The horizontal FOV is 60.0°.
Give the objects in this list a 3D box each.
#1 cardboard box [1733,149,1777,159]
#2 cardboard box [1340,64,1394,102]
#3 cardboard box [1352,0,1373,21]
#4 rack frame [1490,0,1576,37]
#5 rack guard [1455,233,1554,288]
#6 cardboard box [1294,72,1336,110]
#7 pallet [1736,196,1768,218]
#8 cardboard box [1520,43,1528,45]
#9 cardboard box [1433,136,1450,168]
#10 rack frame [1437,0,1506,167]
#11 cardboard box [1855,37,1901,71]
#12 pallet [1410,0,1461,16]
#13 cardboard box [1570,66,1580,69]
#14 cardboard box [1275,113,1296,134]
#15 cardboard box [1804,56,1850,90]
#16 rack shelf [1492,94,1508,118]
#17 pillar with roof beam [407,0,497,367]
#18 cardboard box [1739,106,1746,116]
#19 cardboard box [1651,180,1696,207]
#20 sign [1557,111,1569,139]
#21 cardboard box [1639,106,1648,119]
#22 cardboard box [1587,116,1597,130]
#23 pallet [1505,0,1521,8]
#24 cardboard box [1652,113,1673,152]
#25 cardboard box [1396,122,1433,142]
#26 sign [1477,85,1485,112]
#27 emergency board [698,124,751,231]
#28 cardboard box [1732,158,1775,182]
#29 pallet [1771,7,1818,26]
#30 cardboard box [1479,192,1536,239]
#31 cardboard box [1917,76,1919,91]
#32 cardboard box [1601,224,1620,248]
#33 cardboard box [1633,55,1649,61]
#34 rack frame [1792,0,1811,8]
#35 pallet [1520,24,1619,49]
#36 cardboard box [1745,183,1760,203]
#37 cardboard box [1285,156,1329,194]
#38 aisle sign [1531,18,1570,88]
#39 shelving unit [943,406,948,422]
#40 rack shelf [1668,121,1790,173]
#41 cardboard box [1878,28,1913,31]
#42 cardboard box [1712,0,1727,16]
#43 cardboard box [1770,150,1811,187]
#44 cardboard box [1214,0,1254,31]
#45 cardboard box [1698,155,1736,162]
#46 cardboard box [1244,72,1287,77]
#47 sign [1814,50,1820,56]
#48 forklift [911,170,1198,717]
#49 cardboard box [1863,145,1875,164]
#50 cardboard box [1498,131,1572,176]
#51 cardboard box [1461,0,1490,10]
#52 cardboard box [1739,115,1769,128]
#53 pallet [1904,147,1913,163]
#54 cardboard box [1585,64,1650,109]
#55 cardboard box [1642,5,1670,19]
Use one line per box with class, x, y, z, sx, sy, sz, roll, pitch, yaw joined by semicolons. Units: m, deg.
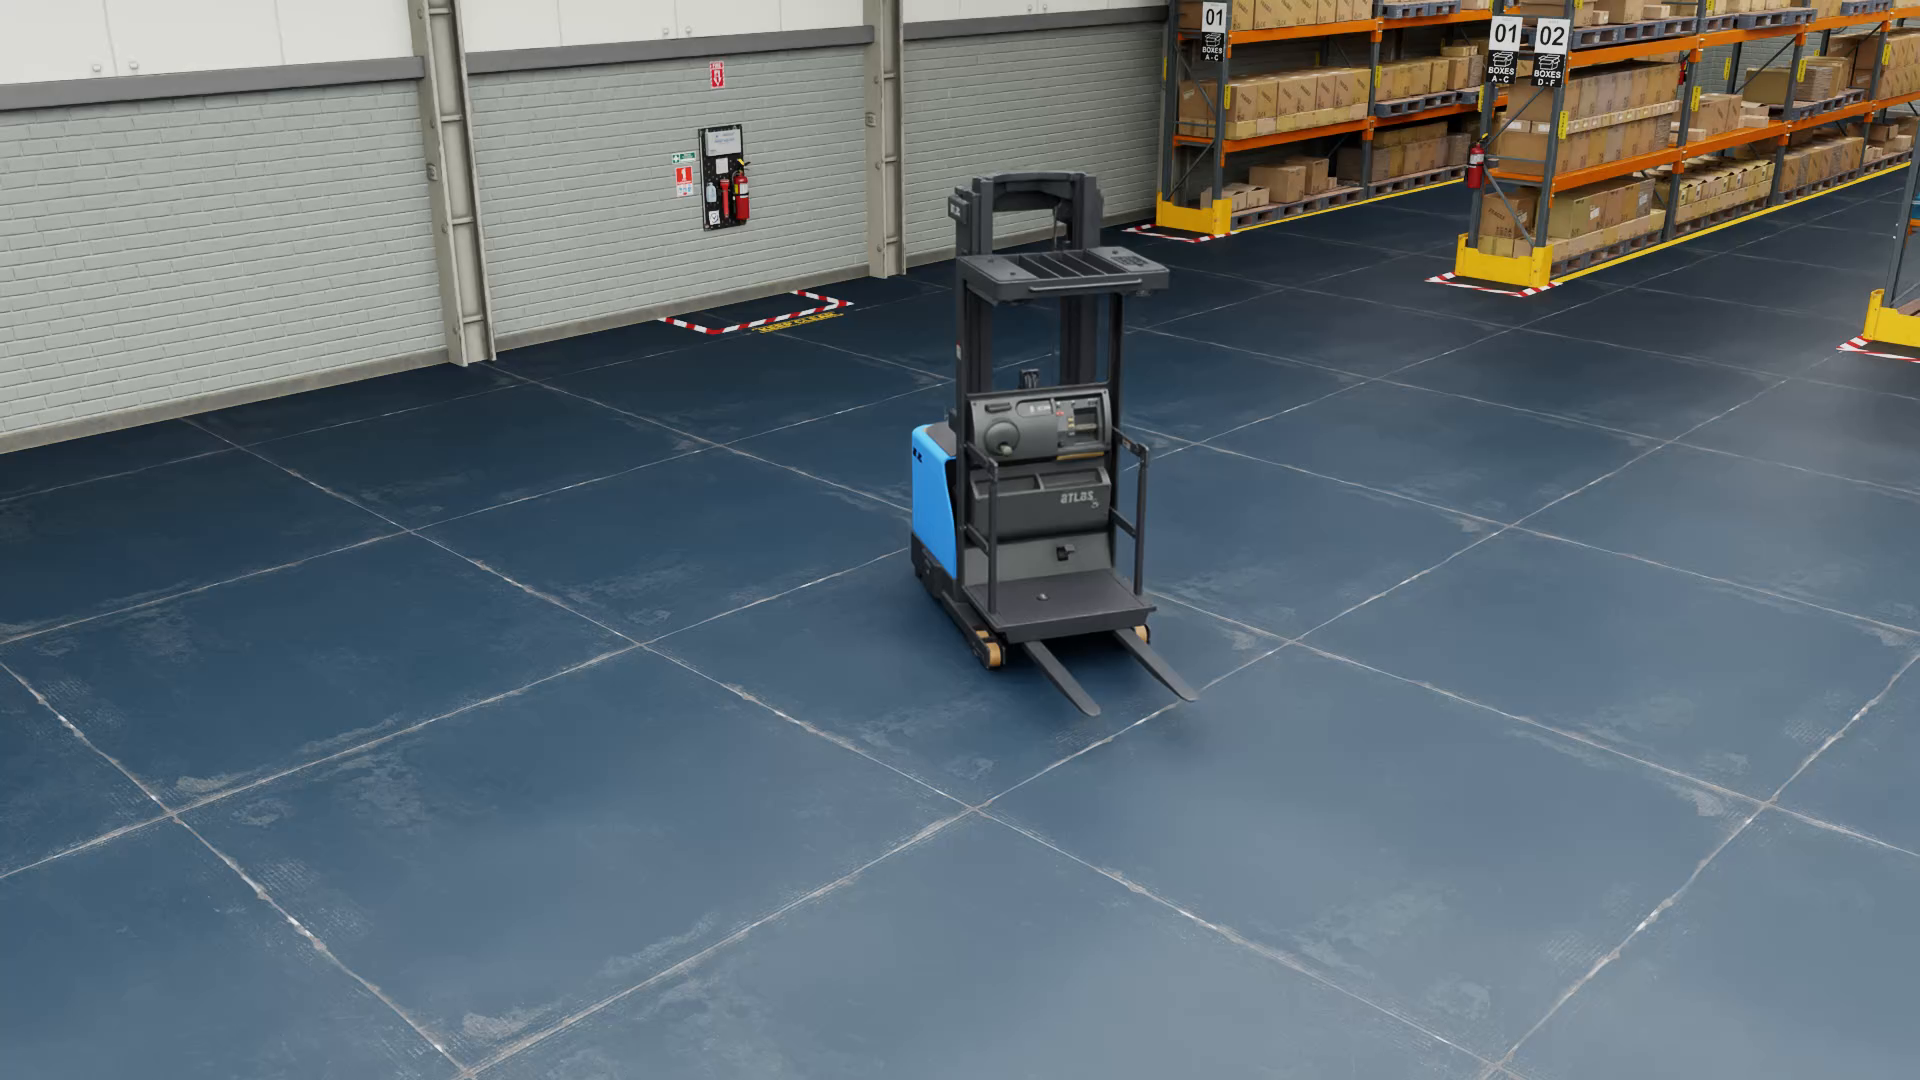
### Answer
cardboard box;12.992;-6.132;27.219;0.500;0.500;0.500;-19;28;-40
cardboard box;6.545;-7.379;26.840;0.700;0.500;0.500;19;28;41
cardboard box;5.989;-8.269;25.559;0.500;0.500;0.500;-19;28;-41
rack frame;6.927;-7.538;19.644;1.000;3.000;0.127;19;28;41
rack guard;6.910;-3.565;21.153;1.175;0.500;0.348;19;28;41
cardboard box;5.354;-6.839;25.323;0.500;0.500;0.500;18;28;39
pallet;11.906;-5.291;26.046;1.003;0.211;1.213;19;28;41
cardboard box;9.832;-8.769;29.580;0.500;0.250;0.500;19;28;40
cardboard box;8.048;-6.770;28.879;0.700;0.500;0.500;19;28;41
rack frame;8.956;-8.033;29.294;1.000;3.000;0.127;19;28;41
cardboard box;15.828;-8.387;28.681;0.500;0.500;0.500;-19;28;-41
pallet;7.394;-8.717;27.154;1.213;0.211;1.003;19;28;41
cardboard box;11.256;-8.941;31.074;0.500;0.500;0.500;20;28;41
cardboard box;4.655;-6.229;24.780;0.500;0.250;0.500;19;28;40
cardboard box;14.807;-8.000;28.482;0.700;0.500;0.500;9;23;23
rack shelf;10.351;-8.212;30.761;1.077;0.370;4.000;19;28;41
pillar with roof beam;-2.043;-5.011;13.070;9.100;9.000;0.400;19;28;41
cardboard box;11.745;-6.571;25.615;0.500;0.311;0.500;19;28;40
cardboard box;10.184;-4.984;23.827;0.500;0.311;0.500;19;28;41
sign;7.320;-5.039;20.186;0.100;0.325;0.005;19;28;41
cardboard box;8.970;-5.731;22.261;0.380;0.149;0.250;19;28;40
cardboard box;7.890;-5.331;21.220;0.380;0.149;0.250;19;28;40
pallet;9.367;-9.524;29.255;1.003;0.211;1.213;-19;28;-40
cardboard box;9.412;-5.697;23.077;0.700;0.500;0.500;18;28;39
cardboard box;7.693;-6.959;28.326;0.500;0.250;0.500;19;28;40
sign;6.548;-5.528;20.833;0.100;0.325;0.005;19;28;41
emergency board;-2.693;-4.205;19.335;0.194;1.169;0.643;19;28;41
cardboard box;12.319;-5.772;25.878;0.500;0.311;0.500;-19;28;-41
pallet;12.098;-7.910;25.054;1.003;0.211;1.213;-19;28;-40
cardboard box;7.088;-4.213;21.556;0.500;0.500;0.500;19;28;41
cardboard box;17.260;-8.453;30.247;0.500;0.500;0.500;20;28;41
cardboard box;8.508;-4.118;22.354;0.500;0.250;0.500;19;28;41
cardboard box;13.150;-9.713;33.245;0.980;0.700;0.700;18;27;38
rack frame;12.508;-9.595;24.995;1.000;3.000;0.127;19;28;41
pallet;7.439;-6.272;20.654;1.003;0.211;1.213;19;28;41
cardboard box;11.958;-5.377;25.631;0.500;0.250;0.500;19;28;40
cardboard box;5.470;-5.767;26.268;0.500;0.500;0.500;17;27;37
aisle sign;7.101;-5.858;20.011;0.394;0.787;0.004;19;28;41
shelving unit;0.037;-0.504;12.422;0.215;1.050;0.252;19;28;41
rack shelf;11.113;-5.945;24.862;1.077;0.370;4.000;19;28;41
cardboard box;17.231;-9.180;30.744;0.500;0.500;0.500;20;28;41
cardboard box;10.535;-7.590;23.584;0.500;0.250;0.500;16;26;36
cardboard box;13.391;-6.014;26.912;0.500;0.500;0.500;18;27;39
cardboard box;3.788;-7.456;23.445;0.500;0.500;0.500;-19;28;-41
cardboard box;11.932;-5.908;26.229;0.500;0.311;0.500;-19;28;-40
cardboard box;4.619;-6.831;25.302;0.500;0.500;0.500;-20;29;-41
sign;14.904;-8.361;28.939;0.100;0.325;0.005;19;28;41
forklift;0.586;-0.721;10.365;1.130;2.935;3.031;-7;22;-17
cardboard box;15.746;-6.827;29.289;0.500;0.311;0.500;19;28;41
cardboard box;7.262;-4.901;21.007;0.700;0.500;0.500;19;28;41
cardboard box;8.647;-9.148;28.111;0.500;0.311;0.500;19;28;41
cardboard box;12.078;-6.377;25.334;0.380;0.149;0.250;19;28;41
pallet;17.480;-7.324;31.337;1.003;0.211;1.213;19;28;41
cardboard box;8.711;-6.044;22.171;0.700;0.500;0.500;19;28;41
cardboard box;9.072;-6.932;21.817;0.380;0.149;0.250;19;28;41
